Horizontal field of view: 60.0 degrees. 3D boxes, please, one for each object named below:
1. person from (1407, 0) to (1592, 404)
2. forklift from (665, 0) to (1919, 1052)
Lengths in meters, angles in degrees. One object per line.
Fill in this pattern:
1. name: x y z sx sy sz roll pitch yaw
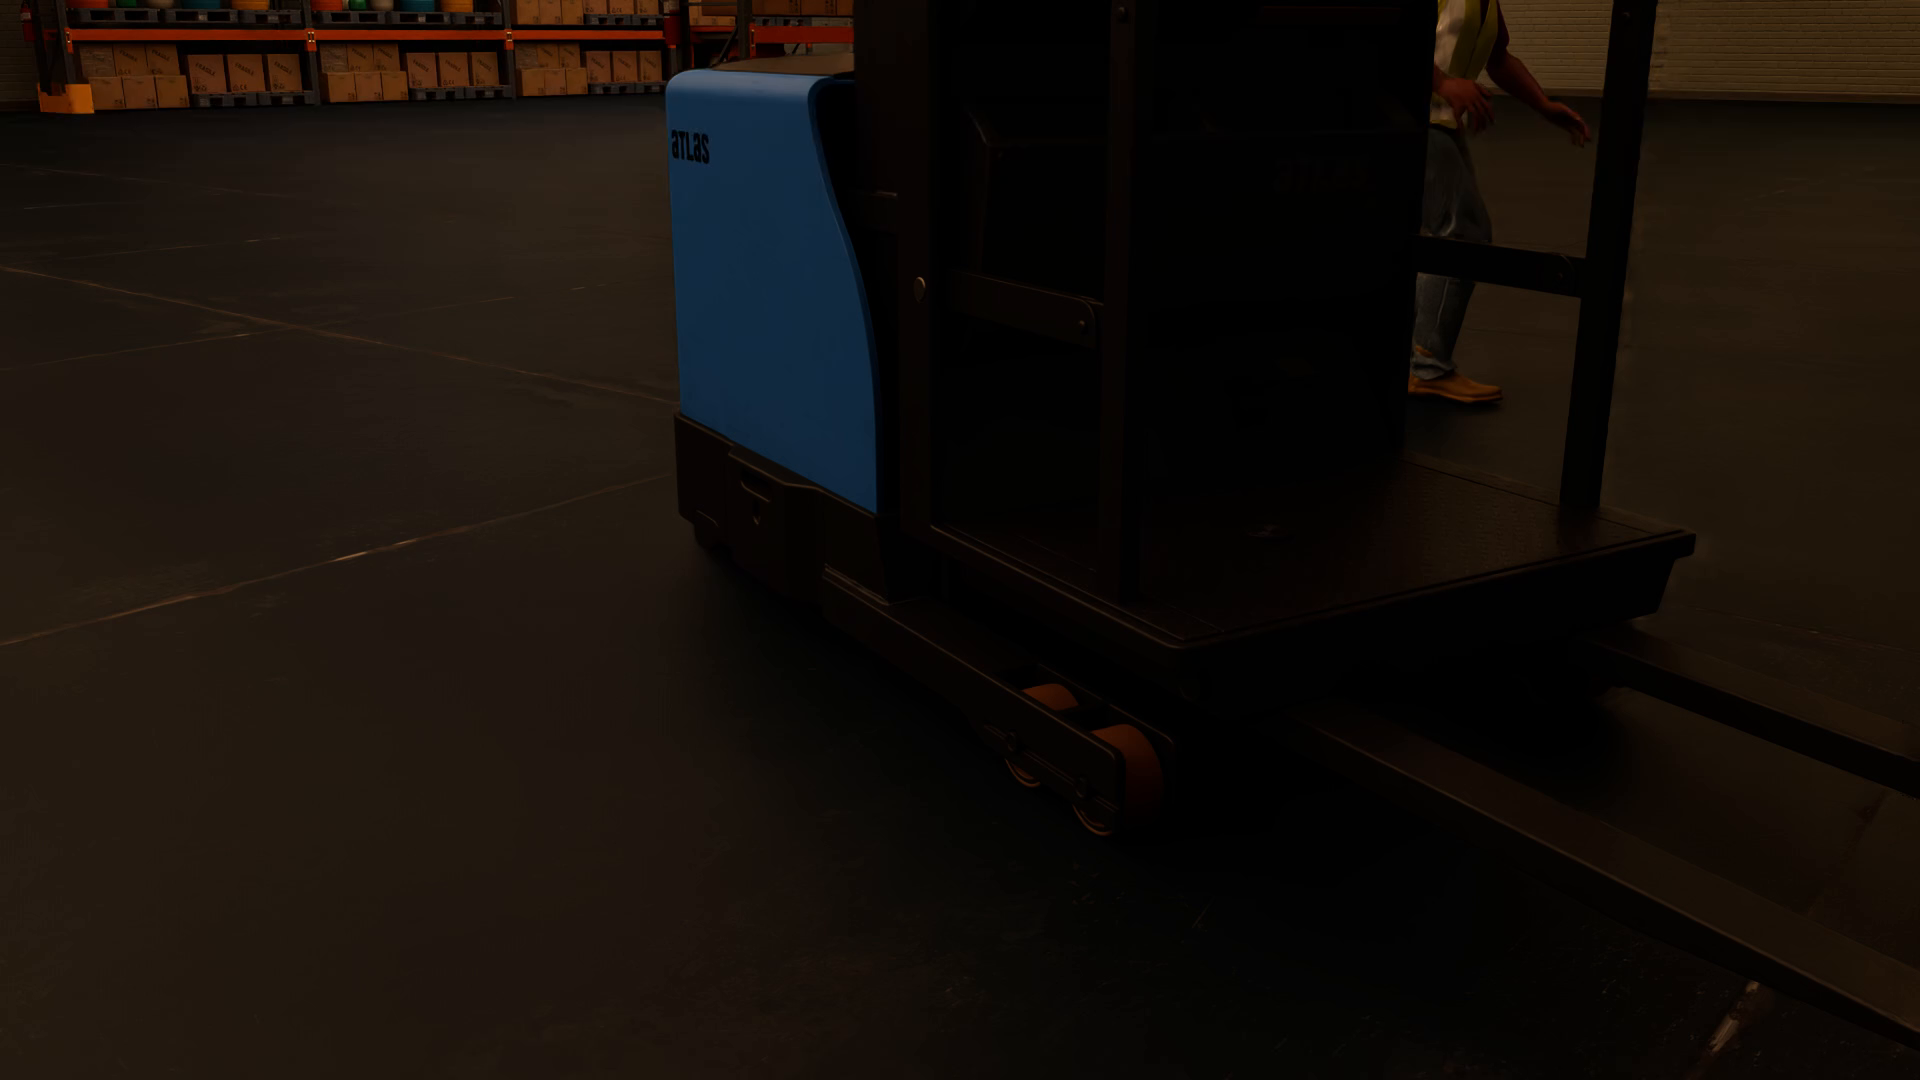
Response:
1. person: 1.619 -1.279 5.305 0.645 1.716 0.821 10 20 30
2. forklift: 0.519 -1.112 2.560 1.130 2.935 3.031 -10 19 -29
